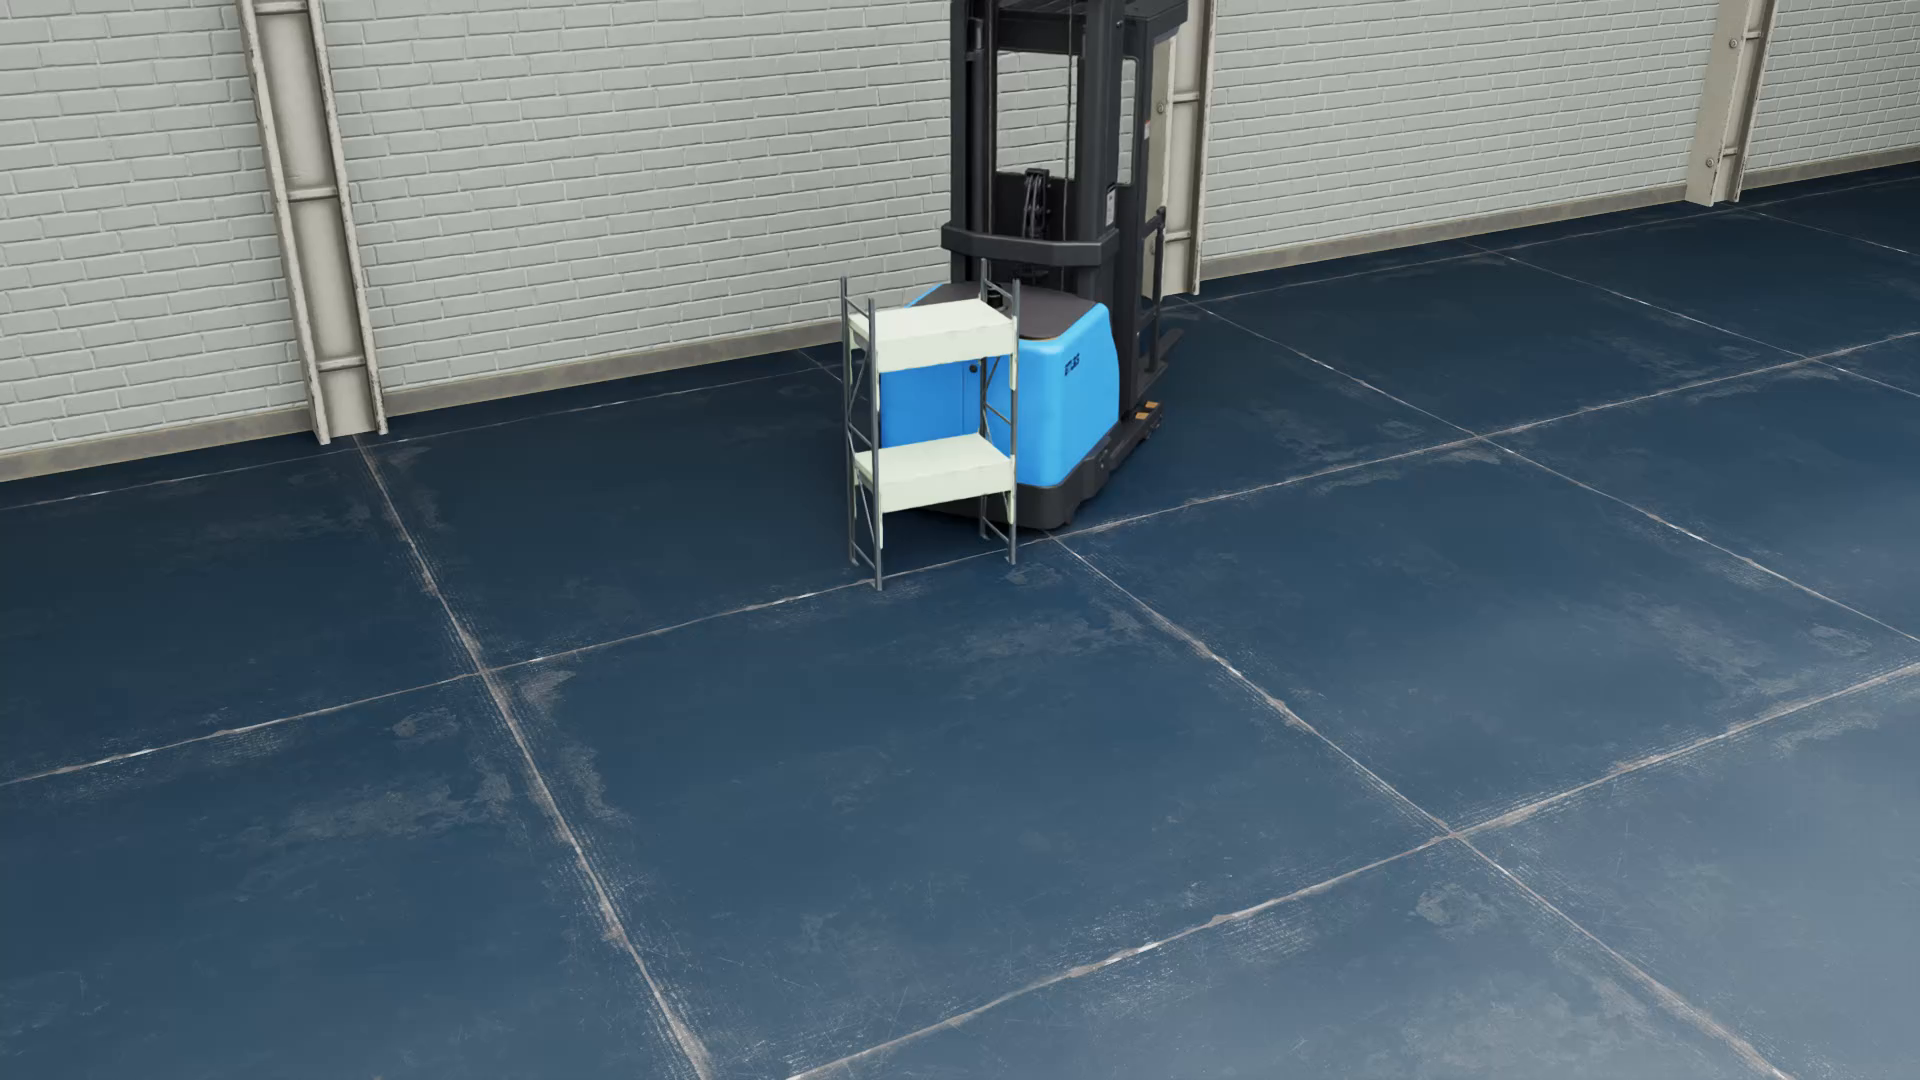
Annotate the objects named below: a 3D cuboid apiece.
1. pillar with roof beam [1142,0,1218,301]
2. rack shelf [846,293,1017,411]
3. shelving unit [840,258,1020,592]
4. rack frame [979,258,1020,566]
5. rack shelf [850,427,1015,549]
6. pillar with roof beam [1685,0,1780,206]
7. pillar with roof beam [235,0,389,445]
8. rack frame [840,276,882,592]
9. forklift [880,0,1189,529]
[{"bbox_3d":[3.602,-4.302,7.314,0.400,9.000,9.100,-13,29,-25],"label":"pillar with roof beam"},{"bbox_3d":[-0.143,-0.914,8.018,0.720,0.370,0.431,-11,28,-21],"label":"rack shelf"},{"bbox_3d":[-0.143,-0.562,8.187,0.755,1.500,0.431,-11,28,-21],"label":"shelving unit"},{"bbox_3d":[0.192,-0.626,8.321,0.023,1.500,0.400,-11,28,-21],"label":"rack frame"},{"bbox_3d":[-0.143,-0.268,8.328,0.720,0.370,0.431,-11,28,-21],"label":"rack shelf"},{"bbox_3d":[8.896,-5.524,9.859,0.400,9.000,9.100,-13,29,-25],"label":"pillar with roof beam"},{"bbox_3d":[-1.692,-3.080,4.769,0.400,9.000,9.100,-13,29,-25],"label":"pillar with roof beam"},{"bbox_3d":[-0.477,-0.498,8.054,0.023,1.500,0.400,-11,28,-21],"label":"rack frame"},{"bbox_3d":[0.605,-1.988,9.505,1.130,2.935,3.031,10,28,21],"label":"forklift"}]
